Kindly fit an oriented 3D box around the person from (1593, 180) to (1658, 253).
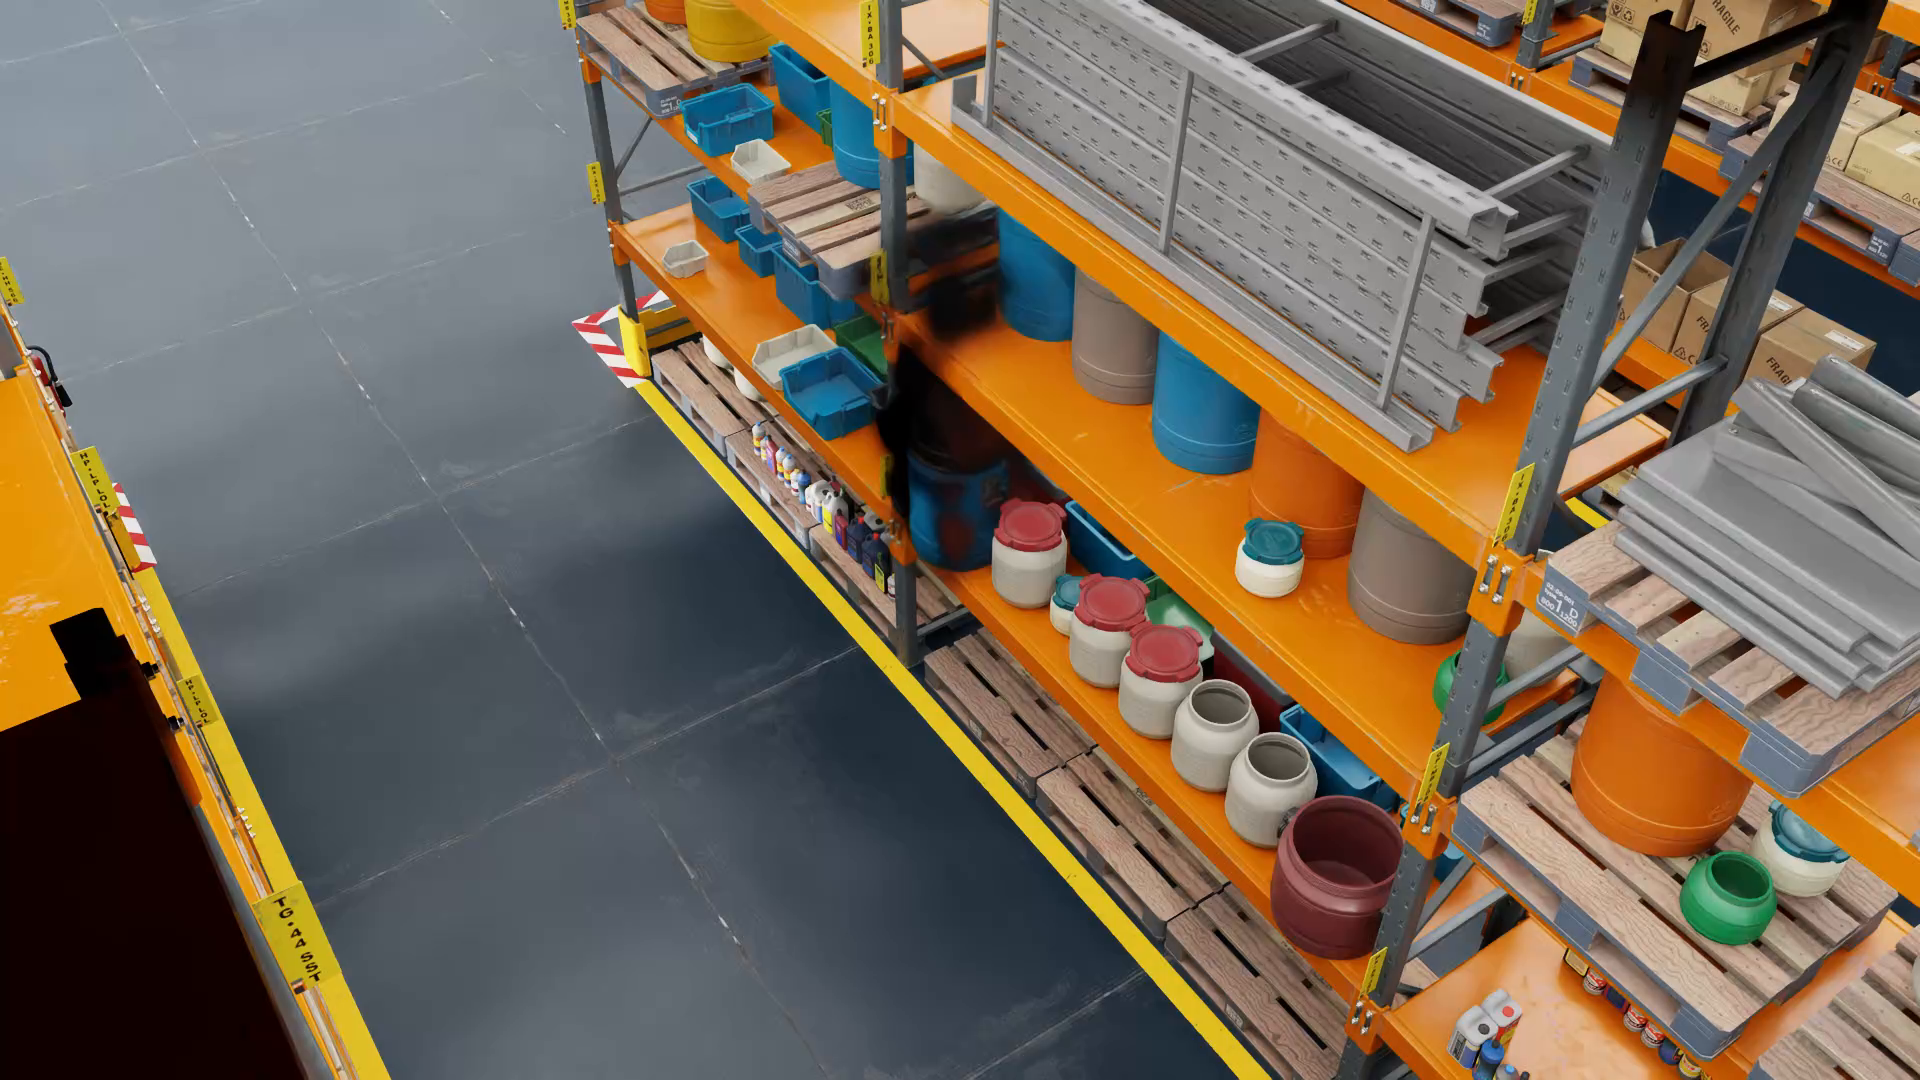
[{"bbox_3d":[5.542,-2.924,13.700,0.554,1.712,0.856,-26,49,-26],"label":"person"}]
